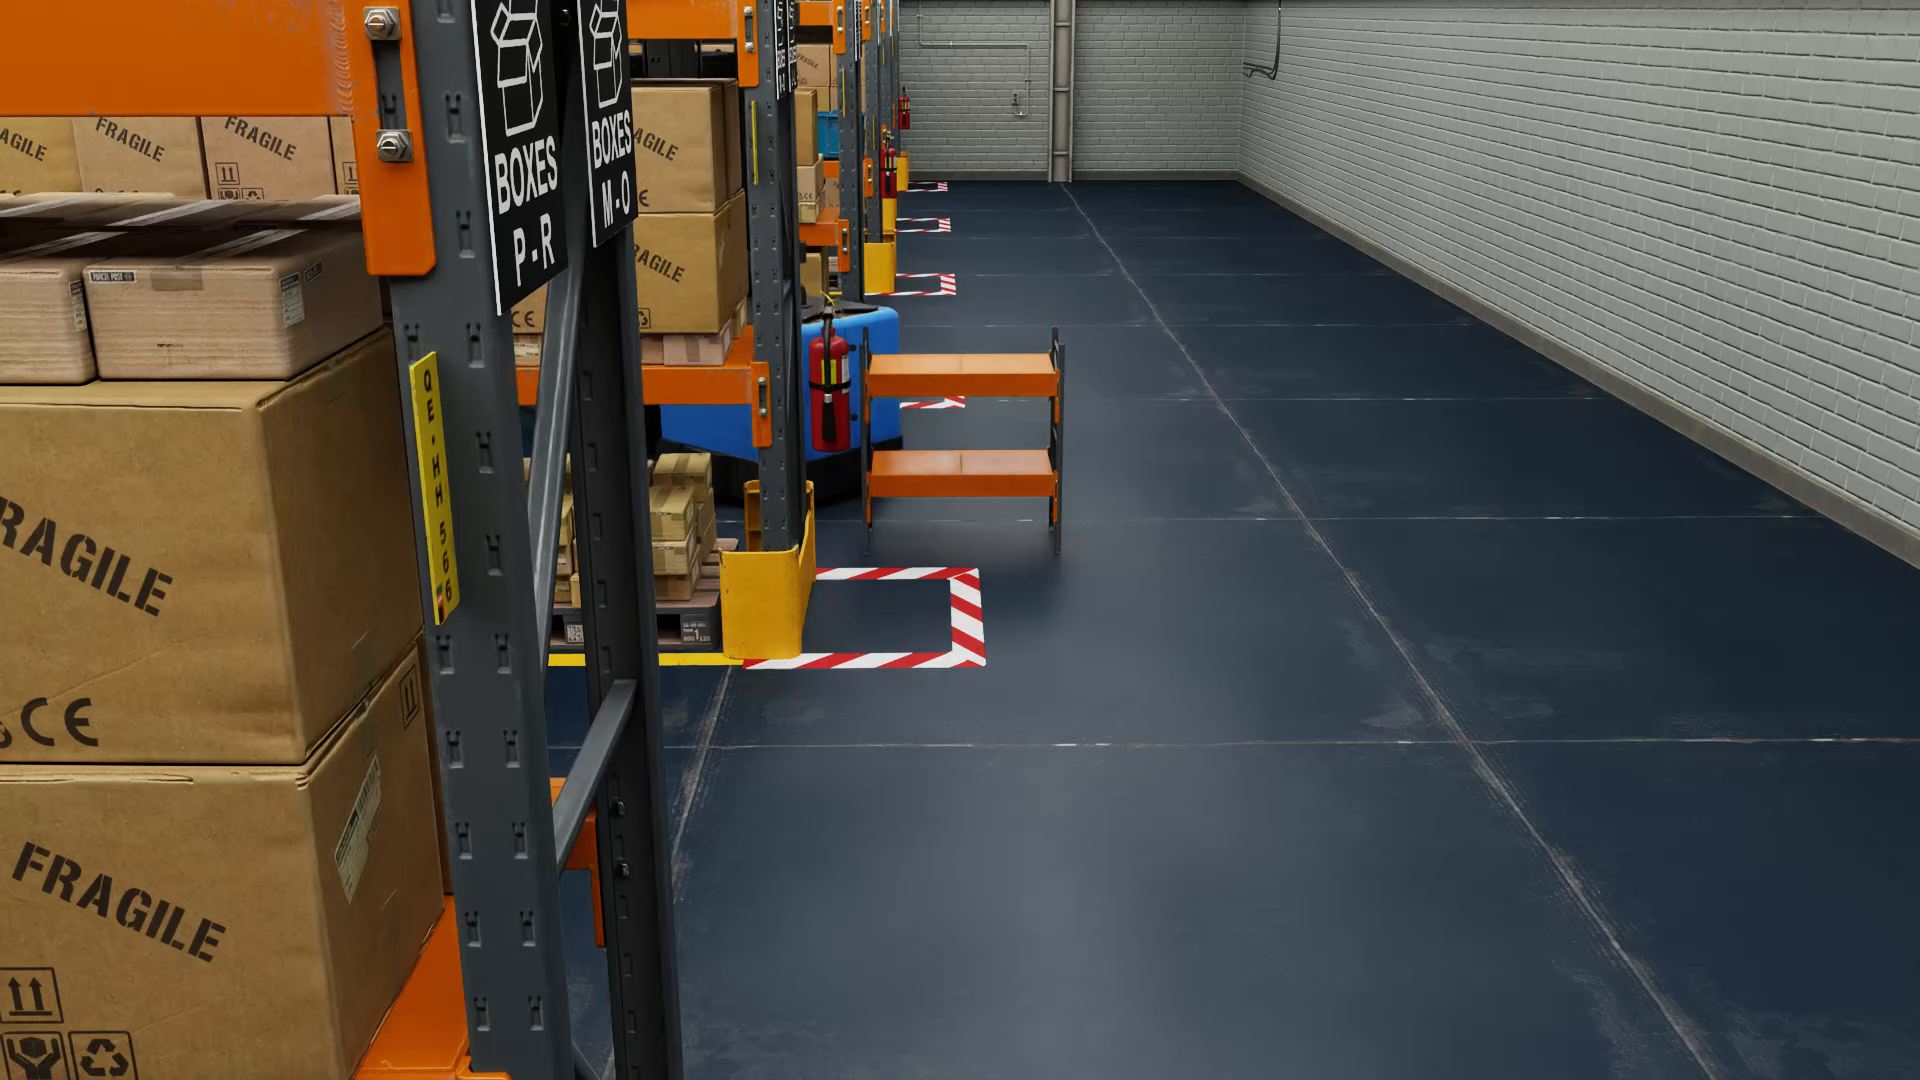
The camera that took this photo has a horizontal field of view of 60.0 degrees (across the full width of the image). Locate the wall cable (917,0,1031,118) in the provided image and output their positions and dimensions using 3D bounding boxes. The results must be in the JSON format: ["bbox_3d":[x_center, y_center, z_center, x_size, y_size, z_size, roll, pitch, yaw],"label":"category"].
[{"bbox_3d":[0.235,-7.909,27.127,1.851,1.984,0.084,0,18,-1],"label":"wall cable"}]

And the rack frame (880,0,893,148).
[{"bbox_3d":[-0.949,-5.617,21.646,0.127,3.000,1.000,0,18,-1],"label":"rack frame"}]

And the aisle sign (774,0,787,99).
[{"bbox_3d":[-0.741,-2.222,6.809,0.004,0.787,0.394,0,18,-1],"label":"aisle sign"}]

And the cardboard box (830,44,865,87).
[{"bbox_3d":[-1.390,-6.054,21.210,0.500,0.500,0.500,0,18,-1],"label":"cardboard box"}]

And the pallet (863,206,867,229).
[{"bbox_3d":[-1.822,-4.284,22.058,1.213,0.211,1.003,0,18,-1],"label":"pallet"}]

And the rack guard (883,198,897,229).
[{"bbox_3d":[-1.025,-4.426,22.027,0.348,0.500,1.175,0,18,-1],"label":"rack guard"}]

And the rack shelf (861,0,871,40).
[{"bbox_3d":[-2.874,-5.180,16.552,4.000,0.370,1.077,0,18,-1],"label":"rack shelf"}]

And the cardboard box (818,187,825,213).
[{"bbox_3d":[-1.156,-2.571,12.562,0.250,0.149,0.380,0,18,0],"label":"cardboard box"}]

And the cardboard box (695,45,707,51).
[{"bbox_3d":[-3.443,-6.043,21.173,0.500,0.500,0.500,-1,18,-2],"label":"cardboard box"}]

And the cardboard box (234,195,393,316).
[{"bbox_3d":[-0.999,-0.480,2.771,0.250,0.149,0.380,0,18,0],"label":"cardboard box"}]

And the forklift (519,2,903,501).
[{"bbox_3d":[-1.790,-1.918,10.229,3.031,2.935,1.130,15,23,38],"label":"forklift"}]

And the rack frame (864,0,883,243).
[{"bbox_3d":[-0.874,-4.104,16.930,0.127,3.000,1.000,0,18,-1],"label":"rack frame"}]

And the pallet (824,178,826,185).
[{"bbox_3d":[-1.829,-5.774,26.702,1.213,0.211,1.003,0,18,-1],"label":"pallet"}]

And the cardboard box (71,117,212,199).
[{"bbox_3d":[-3.341,-1.650,6.992,0.500,0.500,0.500,0,18,0],"label":"cardboard box"}]

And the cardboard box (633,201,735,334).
[{"bbox_3d":[-1.264,-1.184,7.178,0.500,0.500,0.500,0,18,0],"label":"cardboard box"}]

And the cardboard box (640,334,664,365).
[{"bbox_3d":[-1.390,-0.879,7.287,0.250,0.149,0.380,0,18,-1],"label":"cardboard box"}]

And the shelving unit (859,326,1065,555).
[{"bbox_3d":[0.007,-0.536,8.876,1.048,1.125,0.538,0,18,-1],"label":"shelving unit"}]

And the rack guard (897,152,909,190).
[{"bbox_3d":[-1.007,-5.940,26.745,0.348,0.500,1.175,0,18,-1],"label":"rack guard"}]

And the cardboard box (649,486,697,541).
[{"bbox_3d":[-1.344,-0.122,7.522,0.250,0.149,0.380,0,18,0],"label":"cardboard box"}]

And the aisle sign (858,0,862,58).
[{"bbox_3d":[-0.729,-3.921,12.104,0.004,0.787,0.394,0,18,-1],"label":"aisle sign"}]

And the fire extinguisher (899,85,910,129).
[{"bbox_3d":[-0.873,-6.775,25.994,0.183,0.674,0.296,0,18,-1],"label":"fire extinguisher"}]

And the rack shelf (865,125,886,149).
[{"bbox_3d":[-2.949,-5.265,21.726,4.000,0.370,1.077,0,18,-1],"label":"rack shelf"}]

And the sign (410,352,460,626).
[{"bbox_3d":[-0.645,-0.063,2.050,0.005,0.325,0.100,0,18,-1],"label":"sign"}]

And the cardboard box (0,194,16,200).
[{"bbox_3d":[-1.785,-0.484,2.783,0.250,0.149,0.380,-1,18,-3],"label":"cardboard box"}]

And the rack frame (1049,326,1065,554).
[{"bbox_3d":[0.515,-0.538,8.884,0.032,1.125,0.500,0,18,-1],"label":"rack frame"}]

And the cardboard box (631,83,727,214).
[{"bbox_3d":[-1.273,-1.663,7.034,0.500,0.500,0.500,-1,18,-2],"label":"cardboard box"}]

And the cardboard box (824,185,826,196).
[{"bbox_3d":[-1.997,-4.599,22.254,0.500,0.250,0.500,0,18,-1],"label":"cardboard box"}]

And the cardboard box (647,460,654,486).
[{"bbox_3d":[-1.622,-0.265,7.968,0.250,0.149,0.380,0,18,0],"label":"cardboard box"}]

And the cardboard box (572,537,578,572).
[{"bbox_3d":[-1.604,0.015,7.584,0.250,0.149,0.380,-1,18,-2],"label":"cardboard box"}]

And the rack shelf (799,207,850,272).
[{"bbox_3d":[-2.796,-2.239,12.294,4.000,0.370,1.077,0,18,-1],"label":"rack shelf"}]

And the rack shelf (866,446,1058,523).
[{"bbox_3d":[0.007,-0.303,8.951,1.000,0.278,0.538,0,18,-1],"label":"rack shelf"}]

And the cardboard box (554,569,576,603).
[{"bbox_3d":[-1.863,0.155,7.633,0.250,0.149,0.380,0,18,-1],"label":"cardboard box"}]

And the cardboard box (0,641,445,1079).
[{"bbox_3d":[-1.118,0.471,2.505,0.500,0.500,0.500,0,18,-1],"label":"cardboard box"}]

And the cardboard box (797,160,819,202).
[{"bbox_3d":[-1.277,-2.578,11.932,0.500,0.250,0.500,-1,18,-2],"label":"cardboard box"}]

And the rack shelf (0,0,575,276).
[{"bbox_3d":[-2.640,-0.641,2.401,4.000,0.370,1.077,0,18,-1],"label":"rack shelf"}]

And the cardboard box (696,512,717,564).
[{"bbox_3d":[-1.348,-0.014,8.159,0.250,0.149,0.380,0,18,0],"label":"cardboard box"}]
